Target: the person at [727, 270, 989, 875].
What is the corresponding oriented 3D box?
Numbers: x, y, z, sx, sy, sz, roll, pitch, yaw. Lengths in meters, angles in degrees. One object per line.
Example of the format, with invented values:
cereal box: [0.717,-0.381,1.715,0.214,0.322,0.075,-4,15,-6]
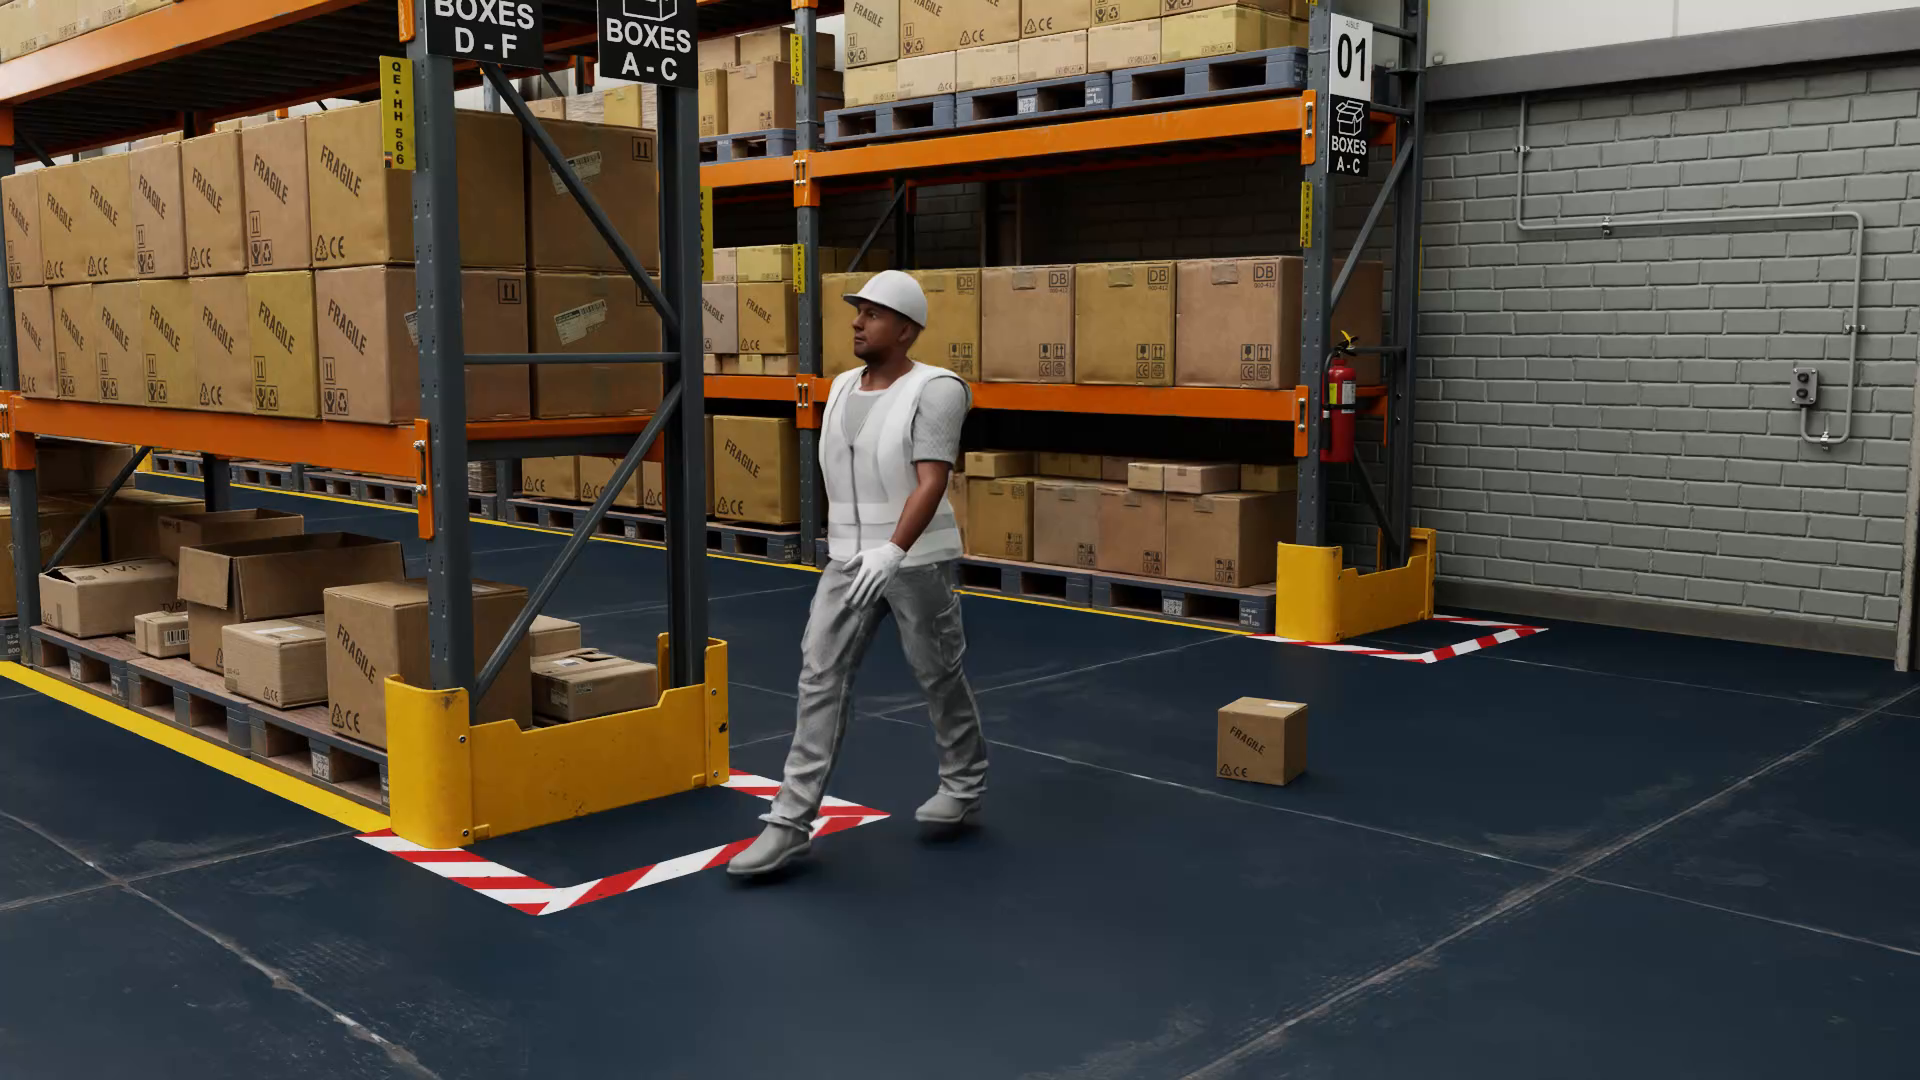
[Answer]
person: [-0.269,0.069,4.979,0.545,1.741,0.969,5,9,35]
